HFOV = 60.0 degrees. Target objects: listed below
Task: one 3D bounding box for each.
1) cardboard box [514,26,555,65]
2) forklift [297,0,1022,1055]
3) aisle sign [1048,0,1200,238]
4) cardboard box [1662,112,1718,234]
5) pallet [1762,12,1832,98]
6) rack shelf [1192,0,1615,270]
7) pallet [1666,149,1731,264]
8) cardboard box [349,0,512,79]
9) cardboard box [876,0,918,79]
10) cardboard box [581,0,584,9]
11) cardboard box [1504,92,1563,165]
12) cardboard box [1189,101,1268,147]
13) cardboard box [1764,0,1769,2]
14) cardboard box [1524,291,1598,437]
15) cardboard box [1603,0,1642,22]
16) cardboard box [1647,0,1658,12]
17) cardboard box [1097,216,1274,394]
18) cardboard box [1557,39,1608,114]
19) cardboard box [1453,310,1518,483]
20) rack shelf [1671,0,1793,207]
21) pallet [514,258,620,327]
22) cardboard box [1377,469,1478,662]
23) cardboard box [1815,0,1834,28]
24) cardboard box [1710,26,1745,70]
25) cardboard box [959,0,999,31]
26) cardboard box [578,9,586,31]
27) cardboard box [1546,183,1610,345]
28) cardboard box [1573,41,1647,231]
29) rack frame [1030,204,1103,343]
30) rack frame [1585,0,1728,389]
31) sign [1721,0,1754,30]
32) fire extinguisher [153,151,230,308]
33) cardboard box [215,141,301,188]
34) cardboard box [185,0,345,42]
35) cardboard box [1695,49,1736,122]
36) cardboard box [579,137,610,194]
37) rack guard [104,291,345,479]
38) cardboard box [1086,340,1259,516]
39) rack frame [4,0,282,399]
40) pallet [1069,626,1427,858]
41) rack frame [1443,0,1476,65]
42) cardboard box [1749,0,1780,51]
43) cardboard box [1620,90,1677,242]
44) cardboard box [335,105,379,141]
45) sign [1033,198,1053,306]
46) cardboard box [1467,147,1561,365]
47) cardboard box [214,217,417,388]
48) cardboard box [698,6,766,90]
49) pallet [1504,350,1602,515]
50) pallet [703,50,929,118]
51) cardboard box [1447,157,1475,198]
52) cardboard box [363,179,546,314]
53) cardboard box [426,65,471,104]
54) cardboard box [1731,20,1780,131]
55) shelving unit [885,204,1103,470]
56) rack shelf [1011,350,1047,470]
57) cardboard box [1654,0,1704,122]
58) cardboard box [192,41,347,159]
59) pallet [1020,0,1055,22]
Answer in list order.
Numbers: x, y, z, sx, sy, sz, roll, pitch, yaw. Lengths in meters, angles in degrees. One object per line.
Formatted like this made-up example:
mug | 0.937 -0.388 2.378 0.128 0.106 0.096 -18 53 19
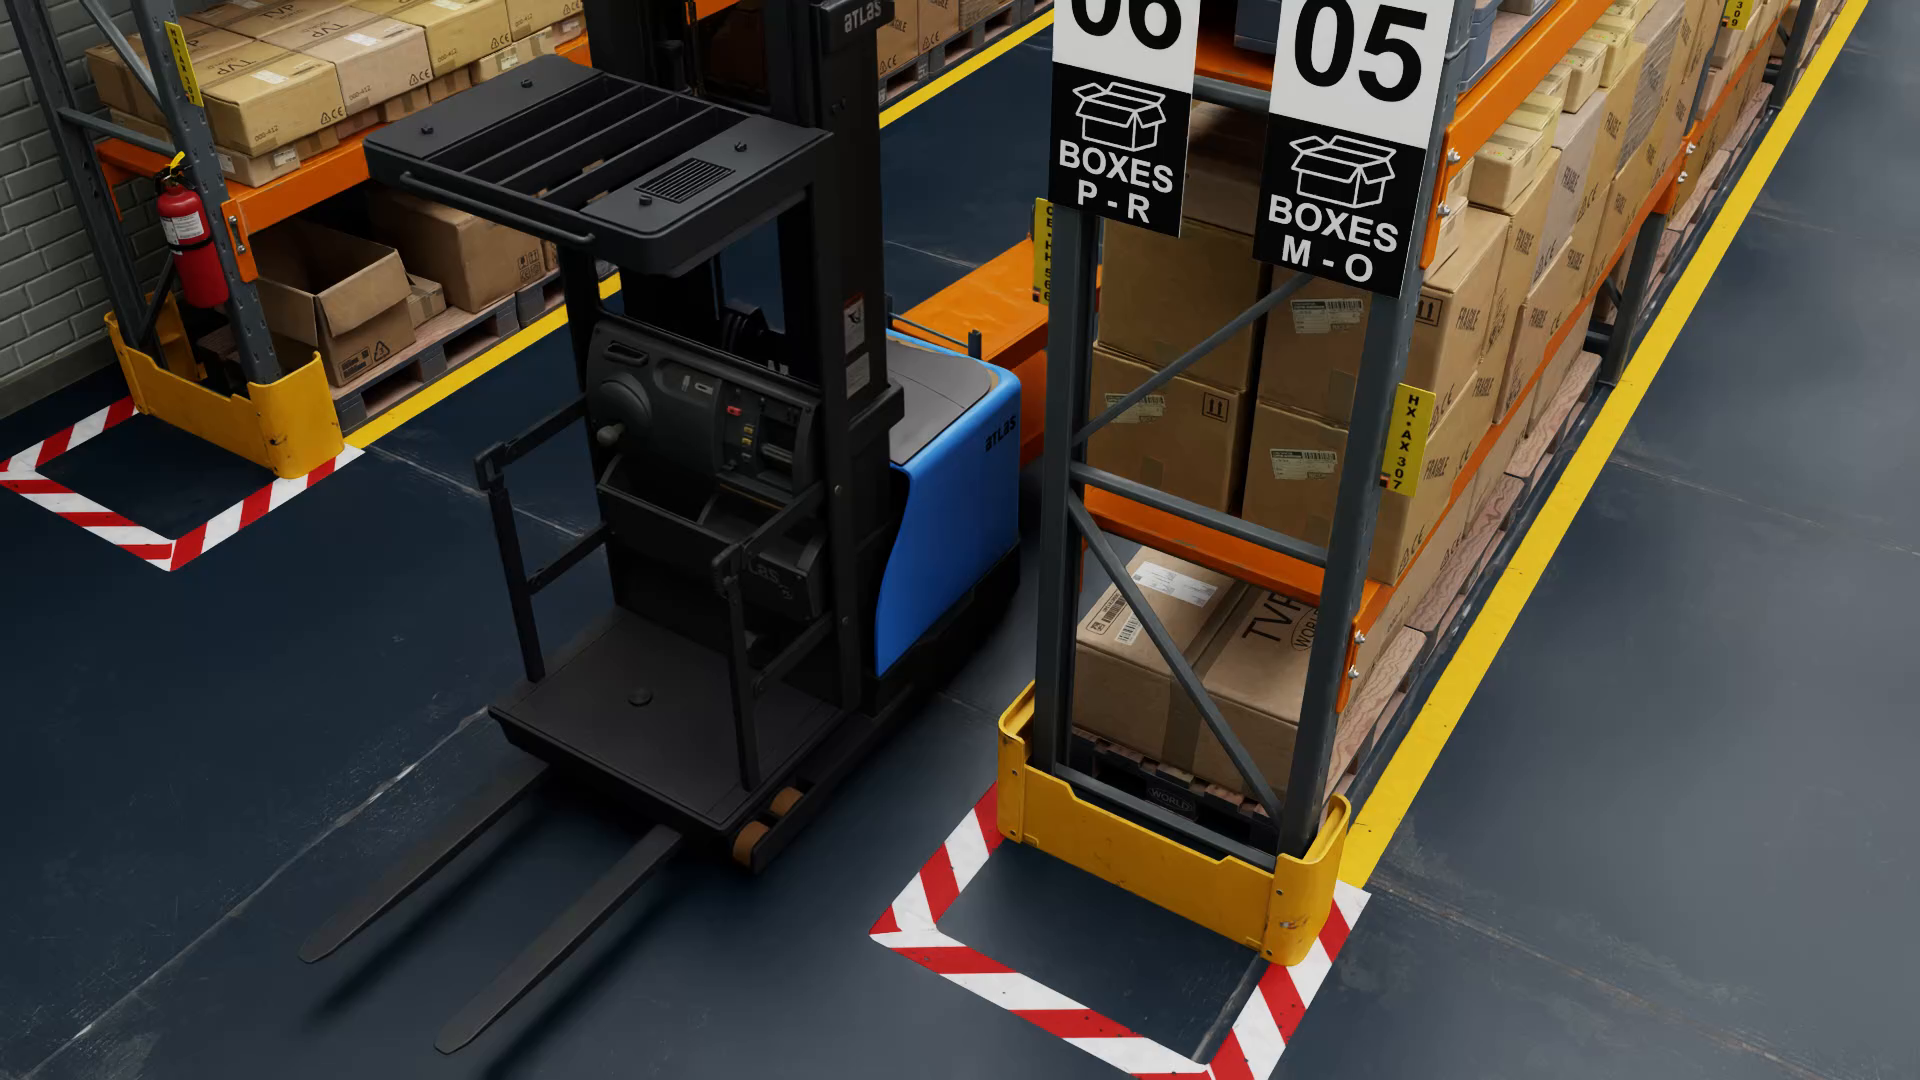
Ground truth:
cardboard box | -2.225 -2.461 8.191 0.380 0.149 0.250 22 43 26
forklift | -0.973 -0.349 5.302 1.130 2.935 3.031 22 43 25
aisle sign | 0.404 -1.163 4.172 0.394 0.787 0.004 21 42 25
cardboard box | 3.589 -2.270 9.134 0.875 0.875 0.875 22 43 26
pallet | 5.410 -3.491 11.605 1.003 0.211 1.213 21 42 25
rack shelf | 1.776 -2.003 5.524 1.077 0.370 4.000 21 42 25
pallet | 3.850 -2.080 9.776 1.003 0.211 1.213 21 42 25
cardboard box | -2.480 -2.417 7.808 0.500 0.250 0.500 20 42 24
cardboard box | -0.620 -3.382 10.884 0.500 0.500 0.500 21 42 25
cardboard box | -1.947 -2.953 8.503 0.500 0.250 0.500 21 42 25
cardboard box | 1.570 -1.250 4.983 0.380 0.149 0.250 20 42 24
cardboard box | 0.843 -1.150 4.853 0.380 0.149 0.250 22 43 26
cardboard box | 3.870 -2.933 8.312 0.500 0.250 0.500 22 43 26
cardboard box | 2.420 -0.994 7.837 0.875 0.438 0.875 21 42 24
cardboard box | 2.094 -1.790 5.684 0.380 0.149 0.250 21 42 25
cardboard box | 2.352 -2.057 6.030 0.380 0.149 0.250 21 42 25
cardboard box | 0.761 -0.831 4.970 0.500 0.500 0.500 23 43 27
cardboard box | 1.836 -1.518 5.330 0.380 0.149 0.250 22 43 26
cardboard box | 1.451 -0.532 5.401 0.500 0.500 0.500 21 42 25
rack shelf | 3.919 -2.877 9.114 1.077 0.370 4.000 21 42 25
pallet | -2.368 -1.663 9.234 1.003 0.211 1.213 21 42 25
cardboard box | 1.457 -0.068 6.636 0.875 0.438 0.875 22 43 26
cardboard box | 5.690 -3.990 11.777 0.950 0.372 0.625 20 42 24
cardboard box | 3.321 -2.404 7.625 0.500 0.250 0.500 20 42 24
cardboard box | -0.066 -3.904 11.560 0.500 0.500 0.500 20 42 24
cardboard box | -2.053 -2.759 8.578 0.380 0.149 0.250 22 43 26
cardboard box | 1.993 -1.052 6.076 0.500 0.500 0.500 23 43 27
cardboard box | 2.009 -1.453 5.777 0.500 0.500 0.500 21 42 25
rack frame | 0.514 -0.935 7.541 0.500 1.125 0.032 26 45 30
rack frame | 2.847 -2.131 7.557 1.000 3.000 0.127 21 42 25
sign | 3.317 -2.324 7.034 0.100 0.325 0.005 21 42 25
fire extinguisher | -3.178 -1.285 6.829 0.296 0.674 0.183 21 42 25
cardboard box | -3.081 -1.671 7.166 0.380 0.149 0.250 21 42 25
cardboard box | -3.189 -2.338 7.705 0.500 0.250 0.500 21 42 25
cardboard box | 3.306 -2.212 7.785 0.500 0.250 0.500 20 42 24
cardboard box | -2.034 -2.114 9.239 0.700 0.500 0.500 20 42 23
rack guard | -3.448 -0.740 7.800 1.175 0.500 0.348 21 42 25
cardboard box | 0.739 -0.444 5.287 0.500 0.500 0.500 21 42 25
rack frame | -3.489 -1.690 6.986 1.000 3.000 0.127 21 42 25
pallet | 1.067 0.598 6.302 1.003 0.211 1.213 21 42 25
rack frame | 0.704 -2.445 3.051 1.000 3.000 0.127 21 42 25
cardboard box | 3.870 -2.738 8.468 0.500 0.250 0.500 21 42 25
cardboard box | 2.544 -1.581 6.762 0.500 0.500 0.500 20 42 24
cardboard box | -2.873 -1.964 7.546 0.380 0.149 0.250 21 42 25
sign | 0.253 -0.806 4.696 0.100 0.325 0.005 21 42 25
cardboard box | 1.473 -0.927 5.095 0.500 0.500 0.500 20 42 24
cardboard box | -3.081 -1.152 7.989 0.797 0.503 0.637 19 42 23
cardboard box | -1.333 -3.279 10.750 0.500 0.500 0.500 21 42 25
pallet | 2.374 -0.660 7.933 1.003 0.211 1.213 21 42 25
pallet | -0.942 -3.080 11.072 1.003 0.211 1.213 21 42 25
cardboard box | 1.208 -1.012 4.674 0.380 0.149 0.250 22 43 26
cardboard box | -2.590 -1.579 8.545 0.700 0.500 0.500 23 43 27
cardboard box | -2.548 -2.213 7.869 0.380 0.149 0.250 22 43 26
cardboard box | 4.550 -3.189 10.326 0.875 0.875 0.875 21 42 25
shelving unit | 0.197 -0.692 7.226 0.538 1.125 1.048 26 45 30
rack shelf | 0.197 -0.498 7.376 0.538 0.278 1.000 26 45 30
cardboard box | 2.549 -1.974 6.453 0.500 0.500 0.500 21 42 24
cardboard box | -3.018 -1.895 7.130 0.500 0.250 0.500 21 42 25
pallet | 0.365 -4.338 12.704 1.003 0.211 1.213 21 42 25
